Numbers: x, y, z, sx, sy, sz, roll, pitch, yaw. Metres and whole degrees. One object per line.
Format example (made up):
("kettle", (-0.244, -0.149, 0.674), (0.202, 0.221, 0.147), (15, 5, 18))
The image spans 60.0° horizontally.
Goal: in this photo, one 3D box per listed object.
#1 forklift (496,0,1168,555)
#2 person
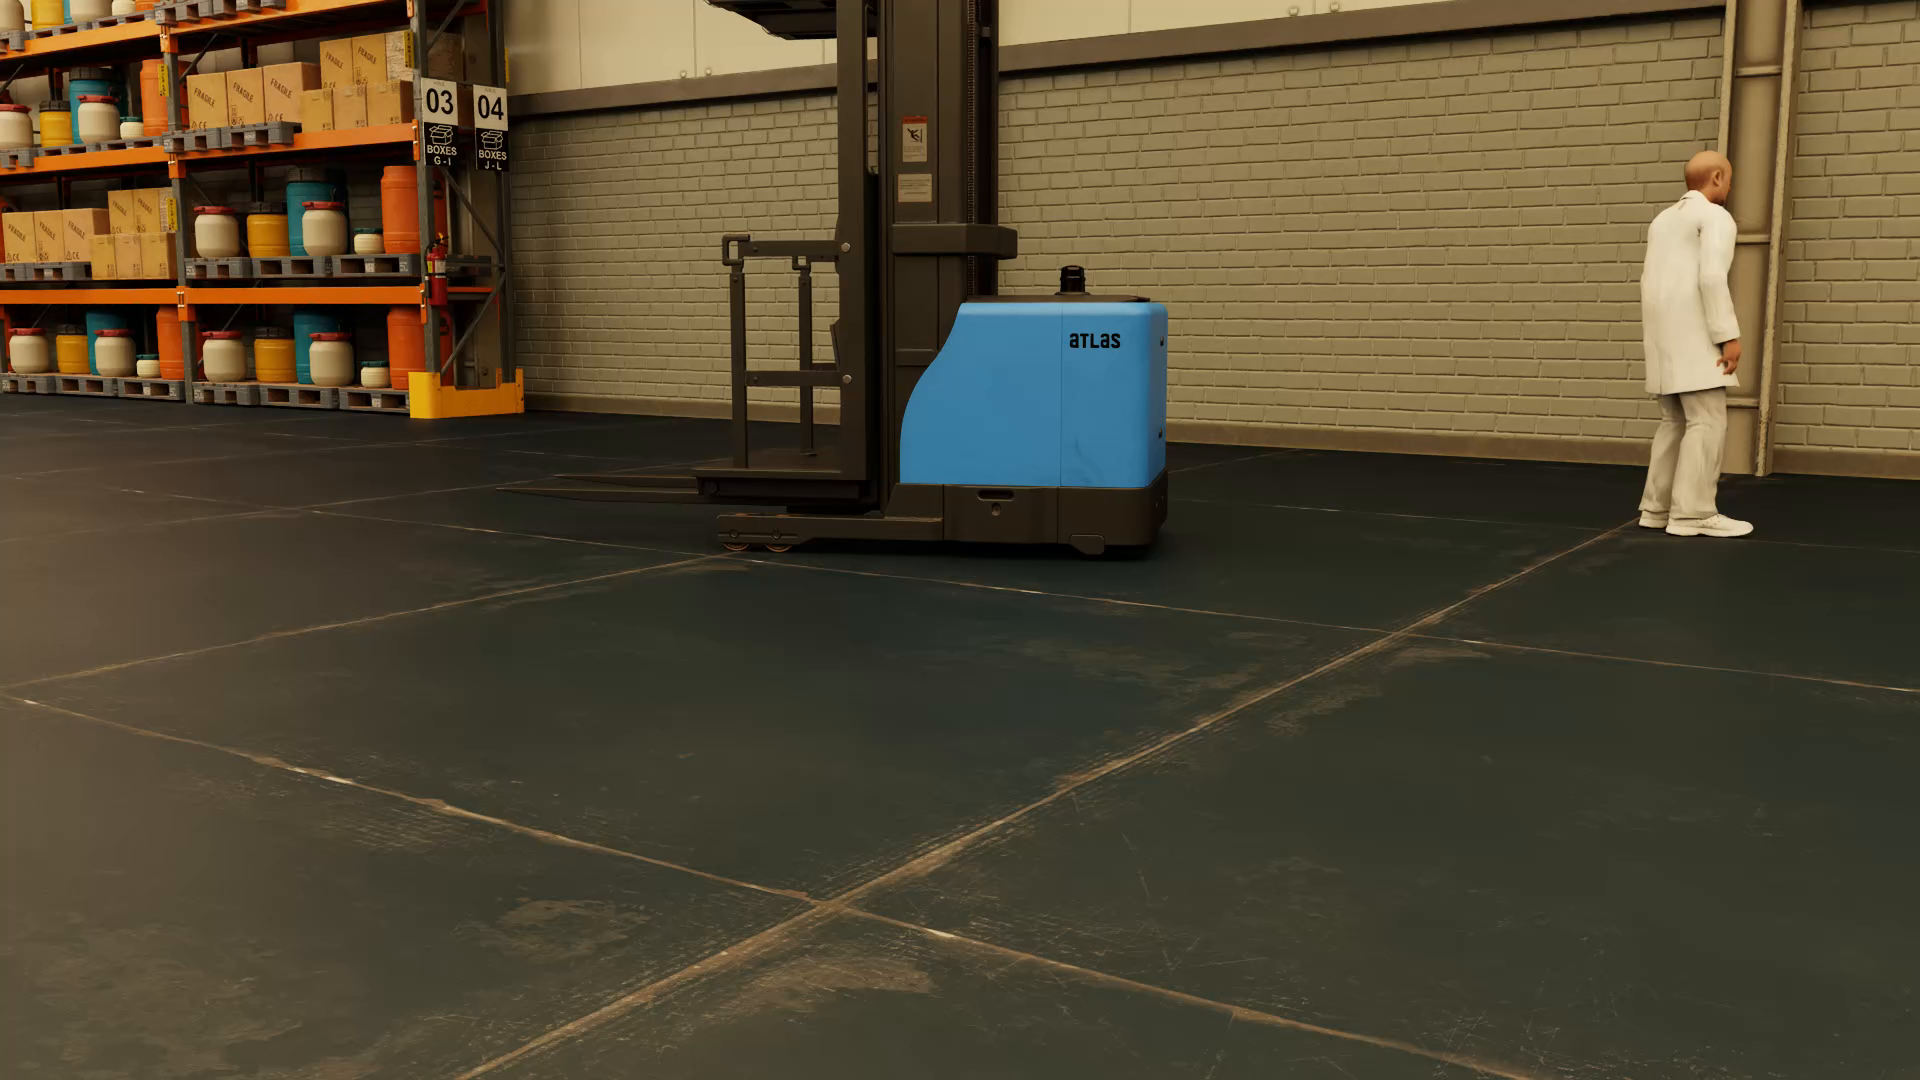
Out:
("forklift", (-0.596, -1.469, 7.520), (3.031, 2.935, 1.130), (2, 8, 12))
("person", (3.438, -0.925, 7.815), (0.436, 1.773, 0.649), (-1, 8, -7))
